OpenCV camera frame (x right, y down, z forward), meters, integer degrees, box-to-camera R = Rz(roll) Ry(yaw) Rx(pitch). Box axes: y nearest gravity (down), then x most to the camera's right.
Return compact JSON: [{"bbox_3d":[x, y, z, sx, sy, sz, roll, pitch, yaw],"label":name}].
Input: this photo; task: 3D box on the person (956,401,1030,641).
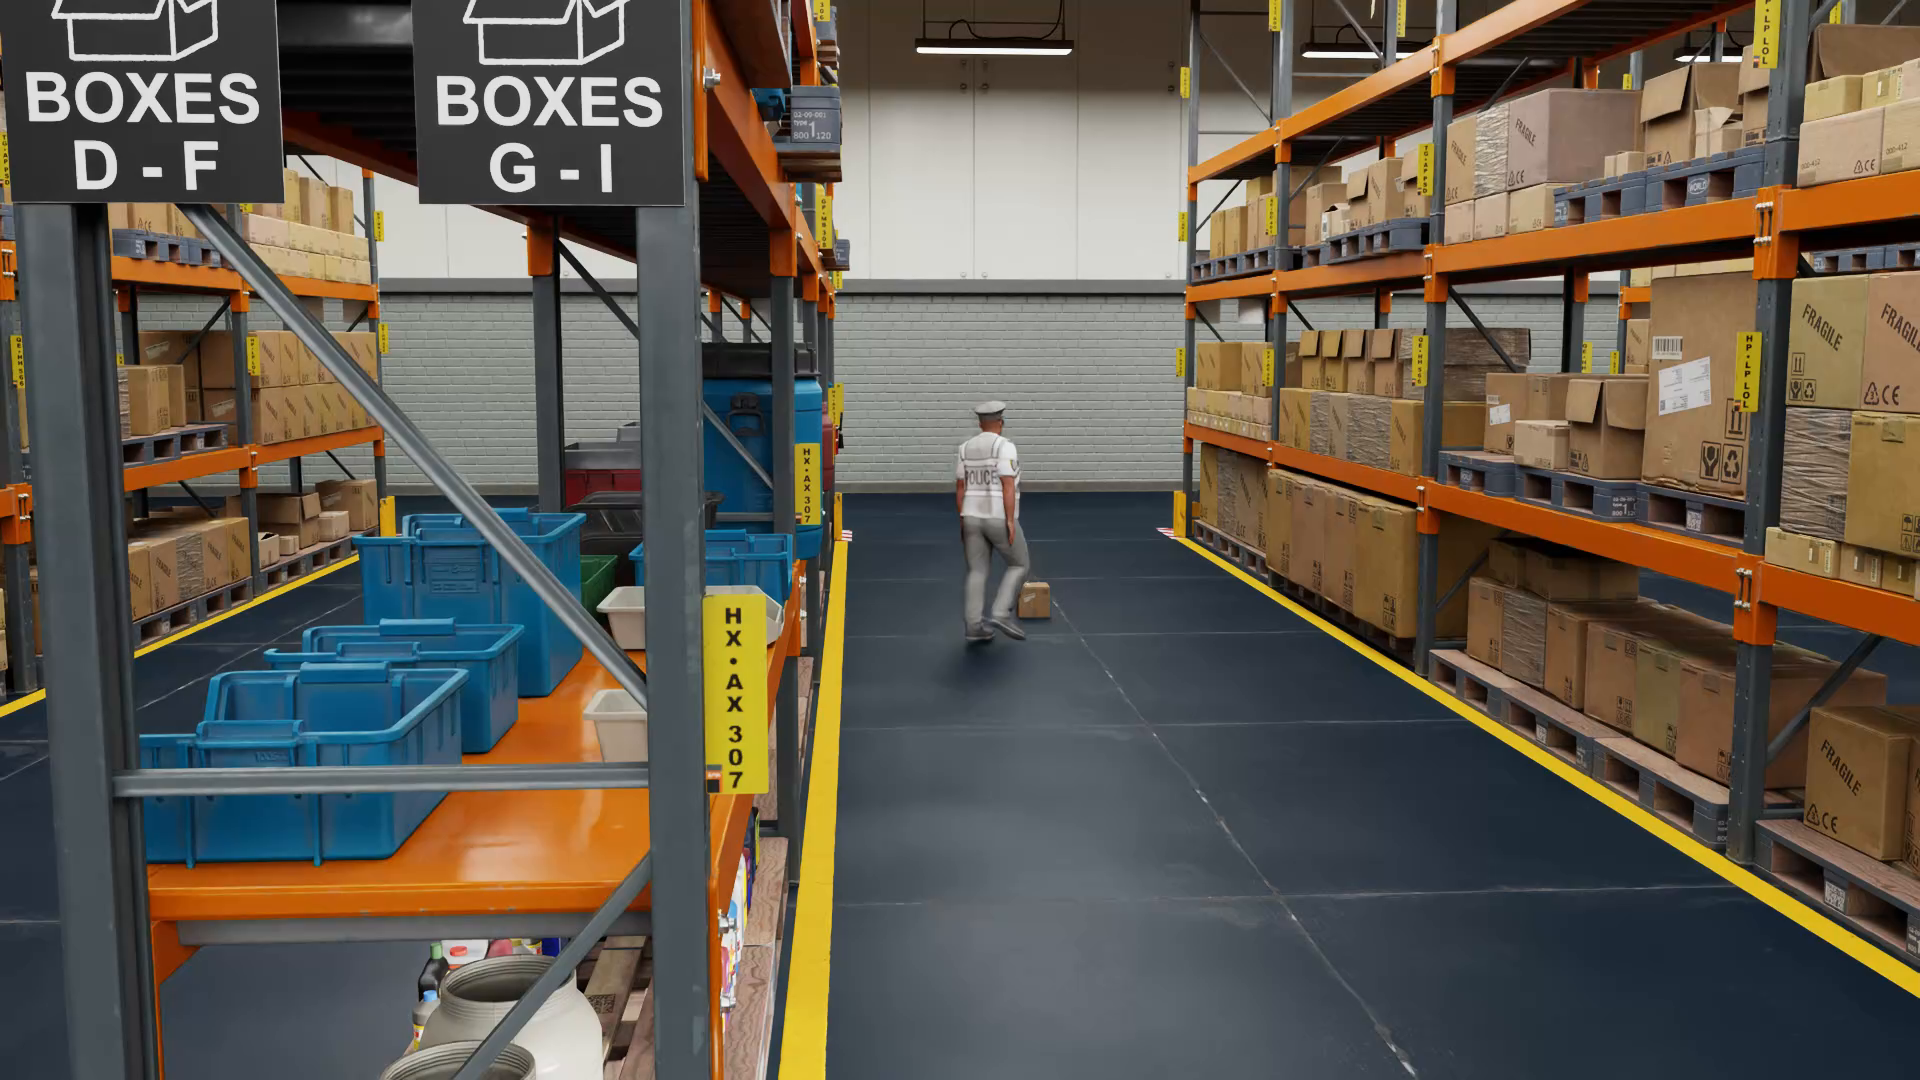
[{"bbox_3d":[0.208,-0.136,12.213,0.569,1.757,0.513,4,8,31],"label":"person"}]
